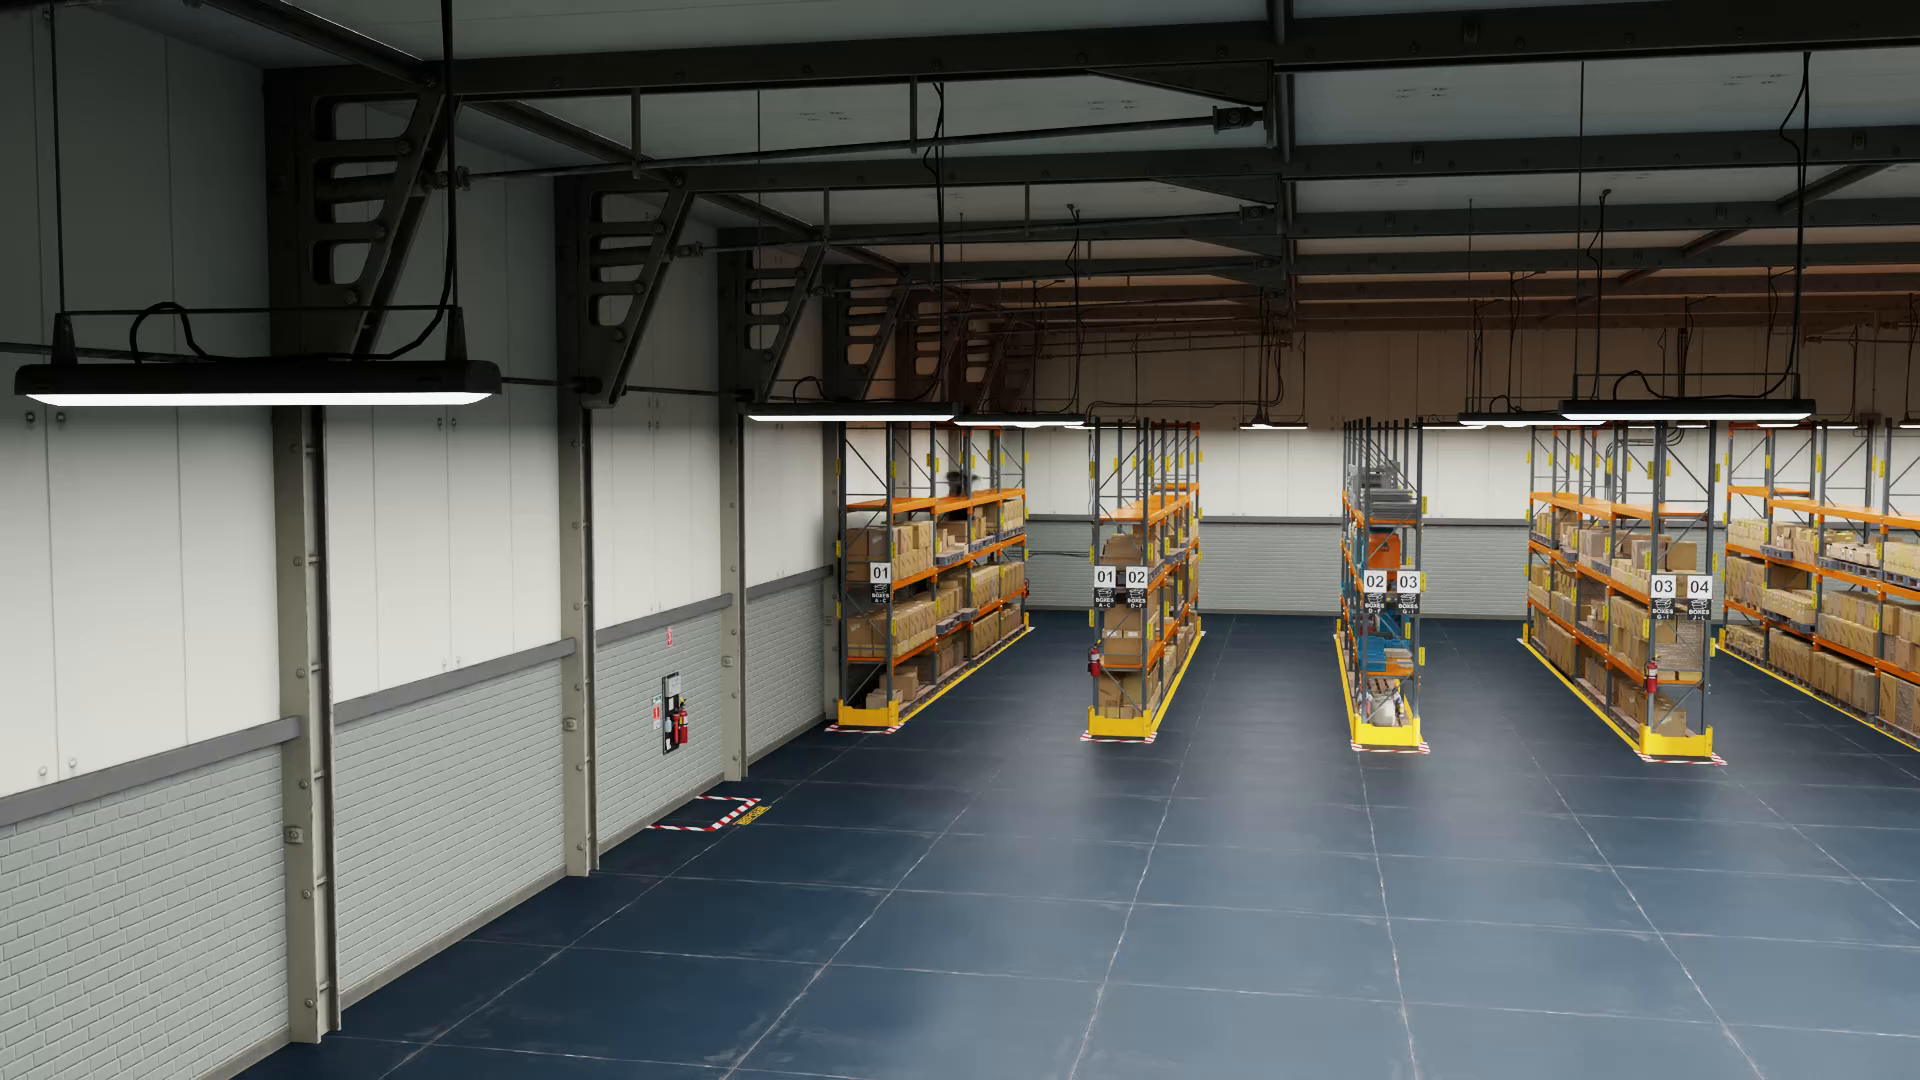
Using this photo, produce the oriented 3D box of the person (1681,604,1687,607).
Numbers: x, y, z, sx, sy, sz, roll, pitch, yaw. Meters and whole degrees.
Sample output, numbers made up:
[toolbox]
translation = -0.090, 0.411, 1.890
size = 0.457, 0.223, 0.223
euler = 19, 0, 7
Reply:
[person]
translation = 18.889, 2.060, 43.527
size = 0.668, 1.710, 0.952
euler = 1, 4, 19
